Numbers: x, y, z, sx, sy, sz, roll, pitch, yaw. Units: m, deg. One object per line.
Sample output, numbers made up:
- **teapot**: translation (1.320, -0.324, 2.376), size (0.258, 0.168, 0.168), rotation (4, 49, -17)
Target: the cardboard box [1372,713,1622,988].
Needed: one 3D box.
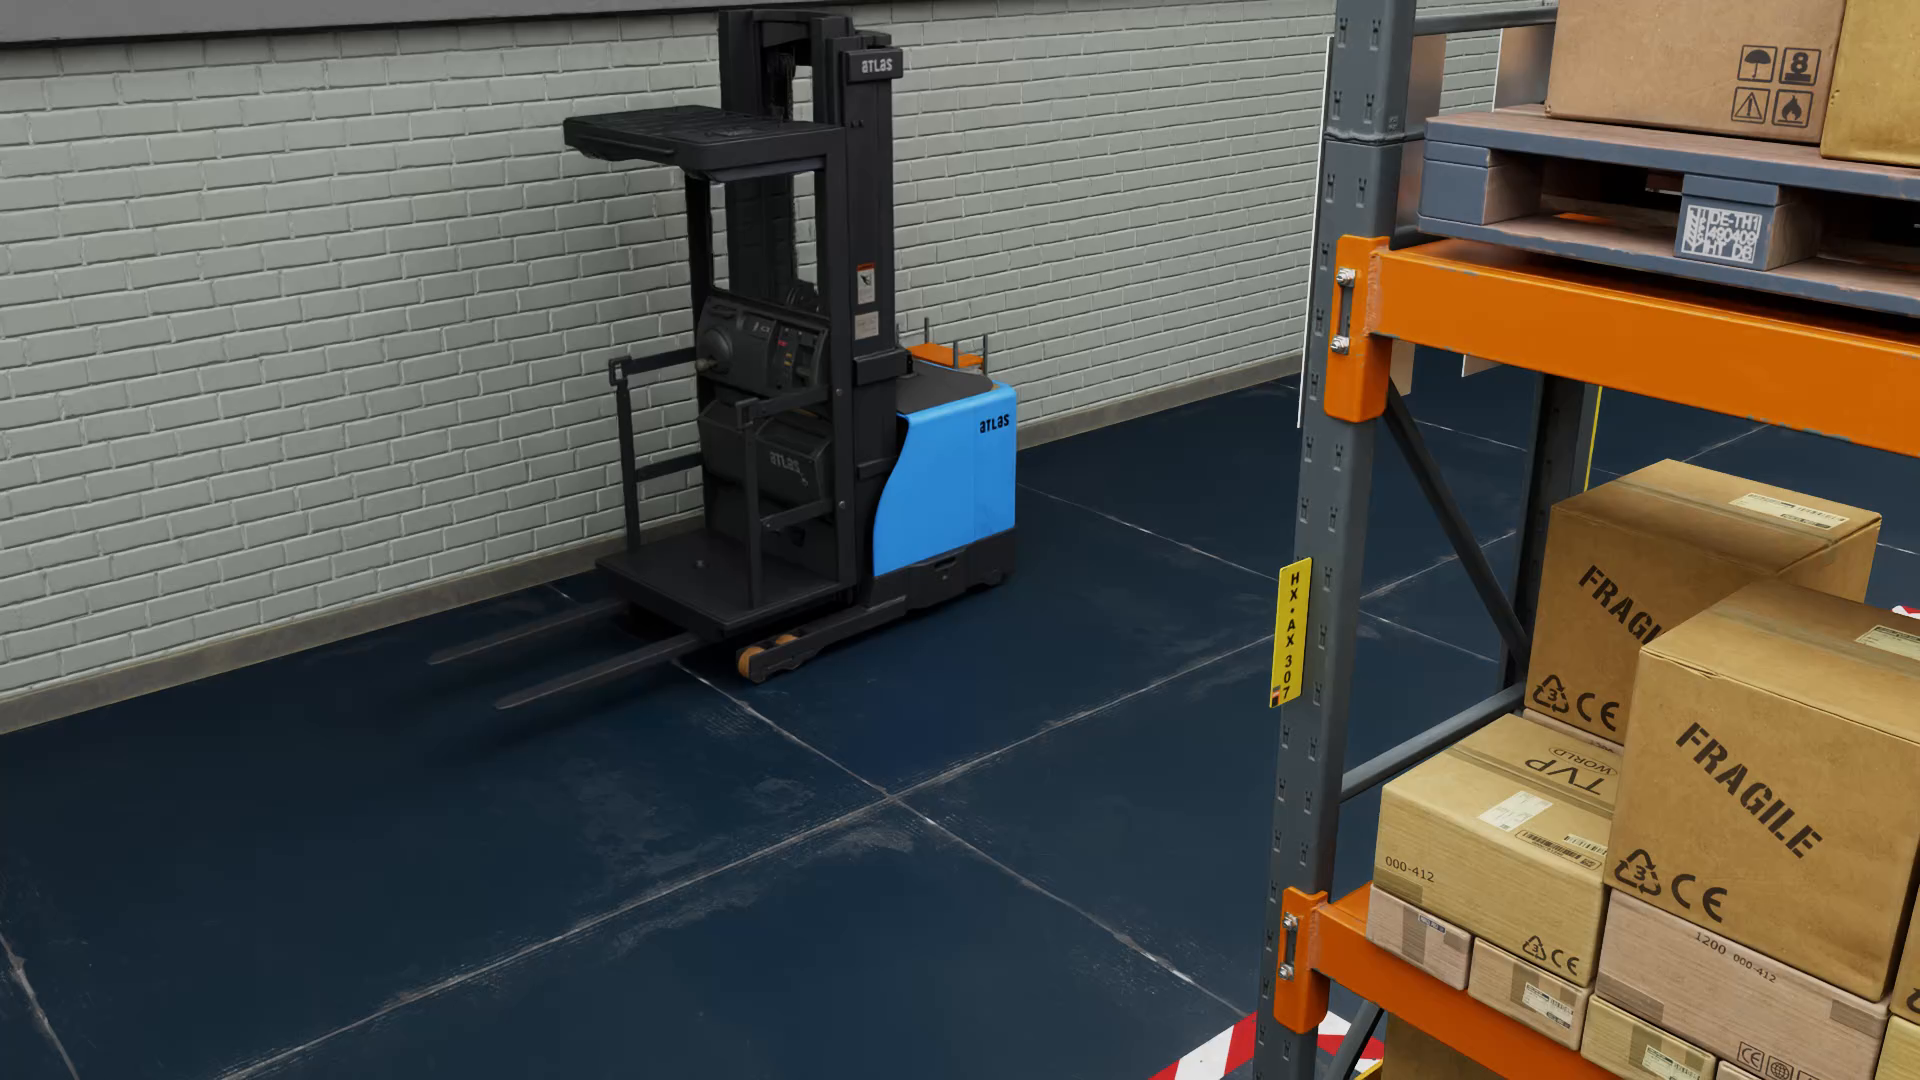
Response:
- **cardboard box**: translation (1.241, 0.638, 3.539), size (0.500, 0.250, 0.500), rotation (-18, 28, -39)

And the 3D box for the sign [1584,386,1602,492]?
- **sign**: translation (1.553, -0.265, 4.135), size (0.100, 0.325, 0.005), rotation (-17, 27, -37)

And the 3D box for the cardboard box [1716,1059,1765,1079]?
- **cardboard box**: translation (1.621, 1.017, 3.120), size (0.380, 0.149, 0.250), rotation (-18, 28, -38)

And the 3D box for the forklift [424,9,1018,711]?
- **forklift**: translation (-1.099, -0.911, 7.791), size (3.031, 2.935, 1.130), rotation (-20, 29, -40)

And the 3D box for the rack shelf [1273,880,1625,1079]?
- **rack shelf**: translation (2.438, 1.397, 2.789), size (1.077, 0.370, 4.000), rotation (-17, 27, -37)

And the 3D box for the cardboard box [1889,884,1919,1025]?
- **cardboard box**: translation (1.911, 0.569, 2.688), size (0.500, 0.500, 0.500), rotation (-18, 28, -39)

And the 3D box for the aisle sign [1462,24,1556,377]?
- **aisle sign**: translation (1.313, -0.792, 3.828), size (0.394, 0.787, 0.004), rotation (-17, 27, -37)

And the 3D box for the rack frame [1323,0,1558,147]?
- **rack frame**: translation (1.133, -2.283, 2.975), size (1.000, 3.000, 0.127), rotation (-17, 27, -37)

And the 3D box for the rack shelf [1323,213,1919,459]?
- **rack shelf**: translation (2.438, 0.001, 2.242), size (1.077, 0.370, 4.000), rotation (-17, 27, -37)

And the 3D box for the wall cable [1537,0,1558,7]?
- **wall cable**: translation (4.942, -3.889, 13.865), size (0.585, 1.953, 0.123), rotation (-17, 27, -37)

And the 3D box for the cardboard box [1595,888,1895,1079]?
- **cardboard box**: translation (1.586, 0.780, 3.177), size (0.500, 0.250, 0.500), rotation (-18, 28, -38)

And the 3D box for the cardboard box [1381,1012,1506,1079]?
- **cardboard box**: translation (1.611, 1.462, 3.977), size (0.875, 0.875, 0.875), rotation (-17, 27, -37)

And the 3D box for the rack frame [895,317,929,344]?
- **rack frame**: translation (-0.270, -0.672, 9.554), size (0.240, 1.200, 0.015), rotation (-18, 28, -39)

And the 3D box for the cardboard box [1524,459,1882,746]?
- **cardboard box**: translation (1.650, 0.164, 3.721), size (0.500, 0.500, 0.500), rotation (-17, 27, -37)

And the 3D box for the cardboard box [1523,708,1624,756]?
- **cardboard box**: translation (1.650, 0.512, 3.862), size (0.500, 0.250, 0.500), rotation (-18, 28, -38)

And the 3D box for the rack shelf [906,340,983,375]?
- **rack shelf**: translation (-0.106, -0.972, 9.243), size (0.258, 0.148, 0.480), rotation (-18, 28, -39)

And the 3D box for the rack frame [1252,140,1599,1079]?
- **rack frame**: translation (1.133, 0.510, 4.069), size (1.000, 3.000, 0.127), rotation (-17, 27, -37)

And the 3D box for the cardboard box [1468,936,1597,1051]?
- **cardboard box**: translation (1.283, 0.874, 3.484), size (0.380, 0.149, 0.250), rotation (-18, 28, -38)

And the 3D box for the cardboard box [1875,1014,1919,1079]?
- **cardboard box**: translation (1.911, 0.920, 2.820), size (0.500, 0.250, 0.500), rotation (-19, 28, -39)

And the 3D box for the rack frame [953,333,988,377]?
- **rack frame**: translation (0.058, -0.540, 9.218), size (0.240, 1.200, 0.015), rotation (-18, 28, -39)

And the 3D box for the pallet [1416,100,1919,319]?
- **pallet**: translation (1.625, -0.643, 3.021), size (1.003, 0.211, 1.213), rotation (-17, 27, -37)

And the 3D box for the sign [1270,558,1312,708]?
- **sign**: translation (0.708, 0.200, 3.564), size (0.100, 0.325, 0.005), rotation (-17, 27, -37)

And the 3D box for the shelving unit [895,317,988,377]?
- **shelving unit**: translation (-0.106, -0.606, 9.386), size (0.258, 1.200, 0.503), rotation (-18, 28, -39)

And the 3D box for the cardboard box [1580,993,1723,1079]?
- **cardboard box**: translation (1.450, 0.945, 3.303), size (0.380, 0.149, 0.250), rotation (-18, 28, -39)

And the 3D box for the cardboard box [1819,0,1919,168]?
- **cardboard box**: translation (1.789, -0.860, 2.604), size (0.700, 0.500, 0.500), rotation (-19, 28, -39)

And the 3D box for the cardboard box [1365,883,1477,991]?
- **cardboard box**: translation (1.114, 0.804, 3.664), size (0.380, 0.149, 0.250), rotation (-17, 27, -37)

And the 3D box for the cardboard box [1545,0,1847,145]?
- **cardboard box**: translation (1.513, -1.044, 3.075), size (0.700, 0.500, 0.500), rotation (-20, 29, -41)

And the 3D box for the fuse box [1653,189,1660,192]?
- **fuse box**: translation (6.628, -3.261, 15.464), size (0.539, 1.711, 0.414), rotation (-17, 27, -37)

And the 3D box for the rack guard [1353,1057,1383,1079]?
- **rack guard**: translation (1.117, 1.667, 4.542), size (1.175, 0.500, 0.348), rotation (-17, 27, -37)

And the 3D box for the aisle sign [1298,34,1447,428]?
- **aisle sign**: translation (0.858, -0.649, 3.463), size (0.394, 0.787, 0.004), rotation (-17, 27, -37)

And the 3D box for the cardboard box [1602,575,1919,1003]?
- **cardboard box**: translation (1.568, 0.427, 3.050), size (0.500, 0.500, 0.500), rotation (-18, 28, -39)
